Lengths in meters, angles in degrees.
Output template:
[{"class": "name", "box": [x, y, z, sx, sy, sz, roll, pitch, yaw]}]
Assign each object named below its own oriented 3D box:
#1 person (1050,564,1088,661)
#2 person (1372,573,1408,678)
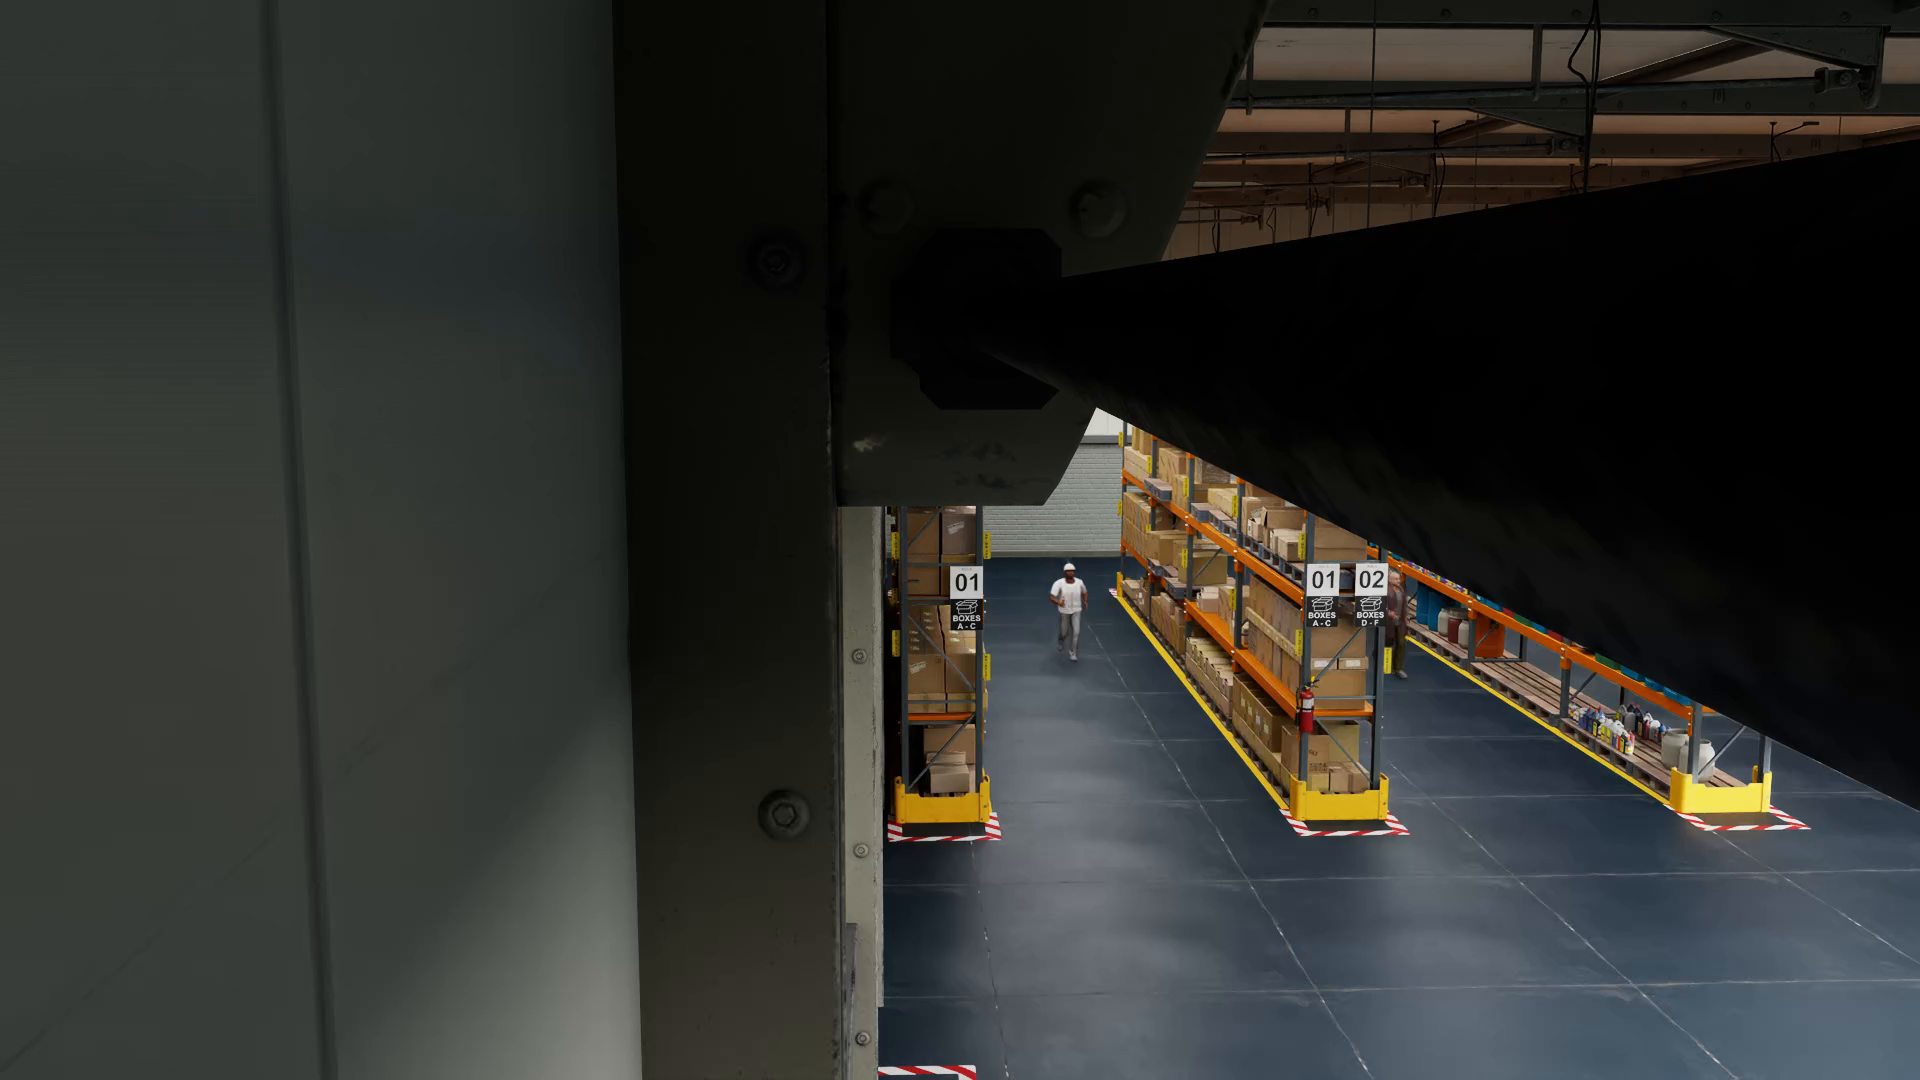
[{"class": "person", "box": [1.974, 1.282, 29.913, 0.714, 1.731, 0.791, -1, 8, -9]}, {"class": "person", "box": [7.445, 1.435, 28.693, 0.713, 1.776, 0.954, -2, 8, -16]}]
